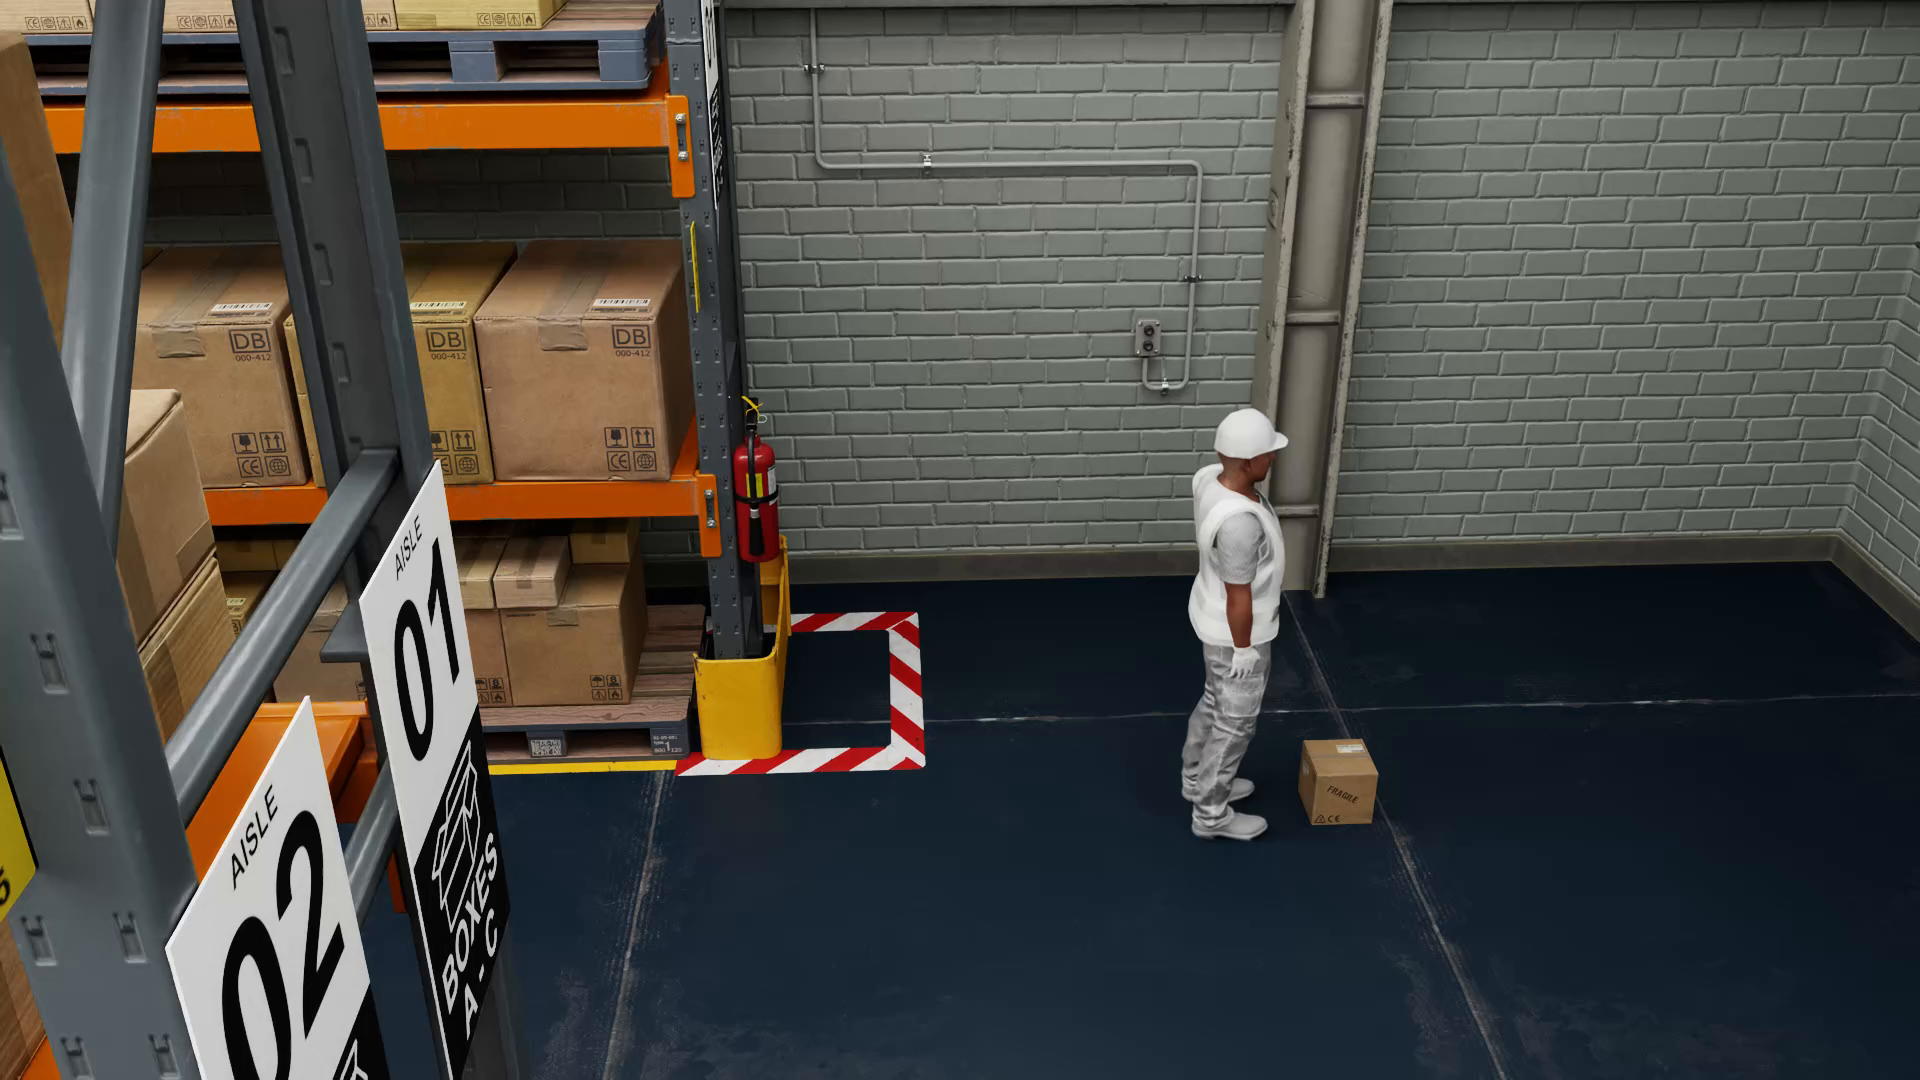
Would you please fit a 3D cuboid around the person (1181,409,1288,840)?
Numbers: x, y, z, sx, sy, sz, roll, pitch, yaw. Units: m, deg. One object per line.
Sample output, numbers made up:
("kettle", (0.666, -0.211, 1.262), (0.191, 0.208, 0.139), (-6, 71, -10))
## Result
("person", (1.064, 0.322, 6.474), (0.357, 1.780, 0.545), (-1, 27, -1))
